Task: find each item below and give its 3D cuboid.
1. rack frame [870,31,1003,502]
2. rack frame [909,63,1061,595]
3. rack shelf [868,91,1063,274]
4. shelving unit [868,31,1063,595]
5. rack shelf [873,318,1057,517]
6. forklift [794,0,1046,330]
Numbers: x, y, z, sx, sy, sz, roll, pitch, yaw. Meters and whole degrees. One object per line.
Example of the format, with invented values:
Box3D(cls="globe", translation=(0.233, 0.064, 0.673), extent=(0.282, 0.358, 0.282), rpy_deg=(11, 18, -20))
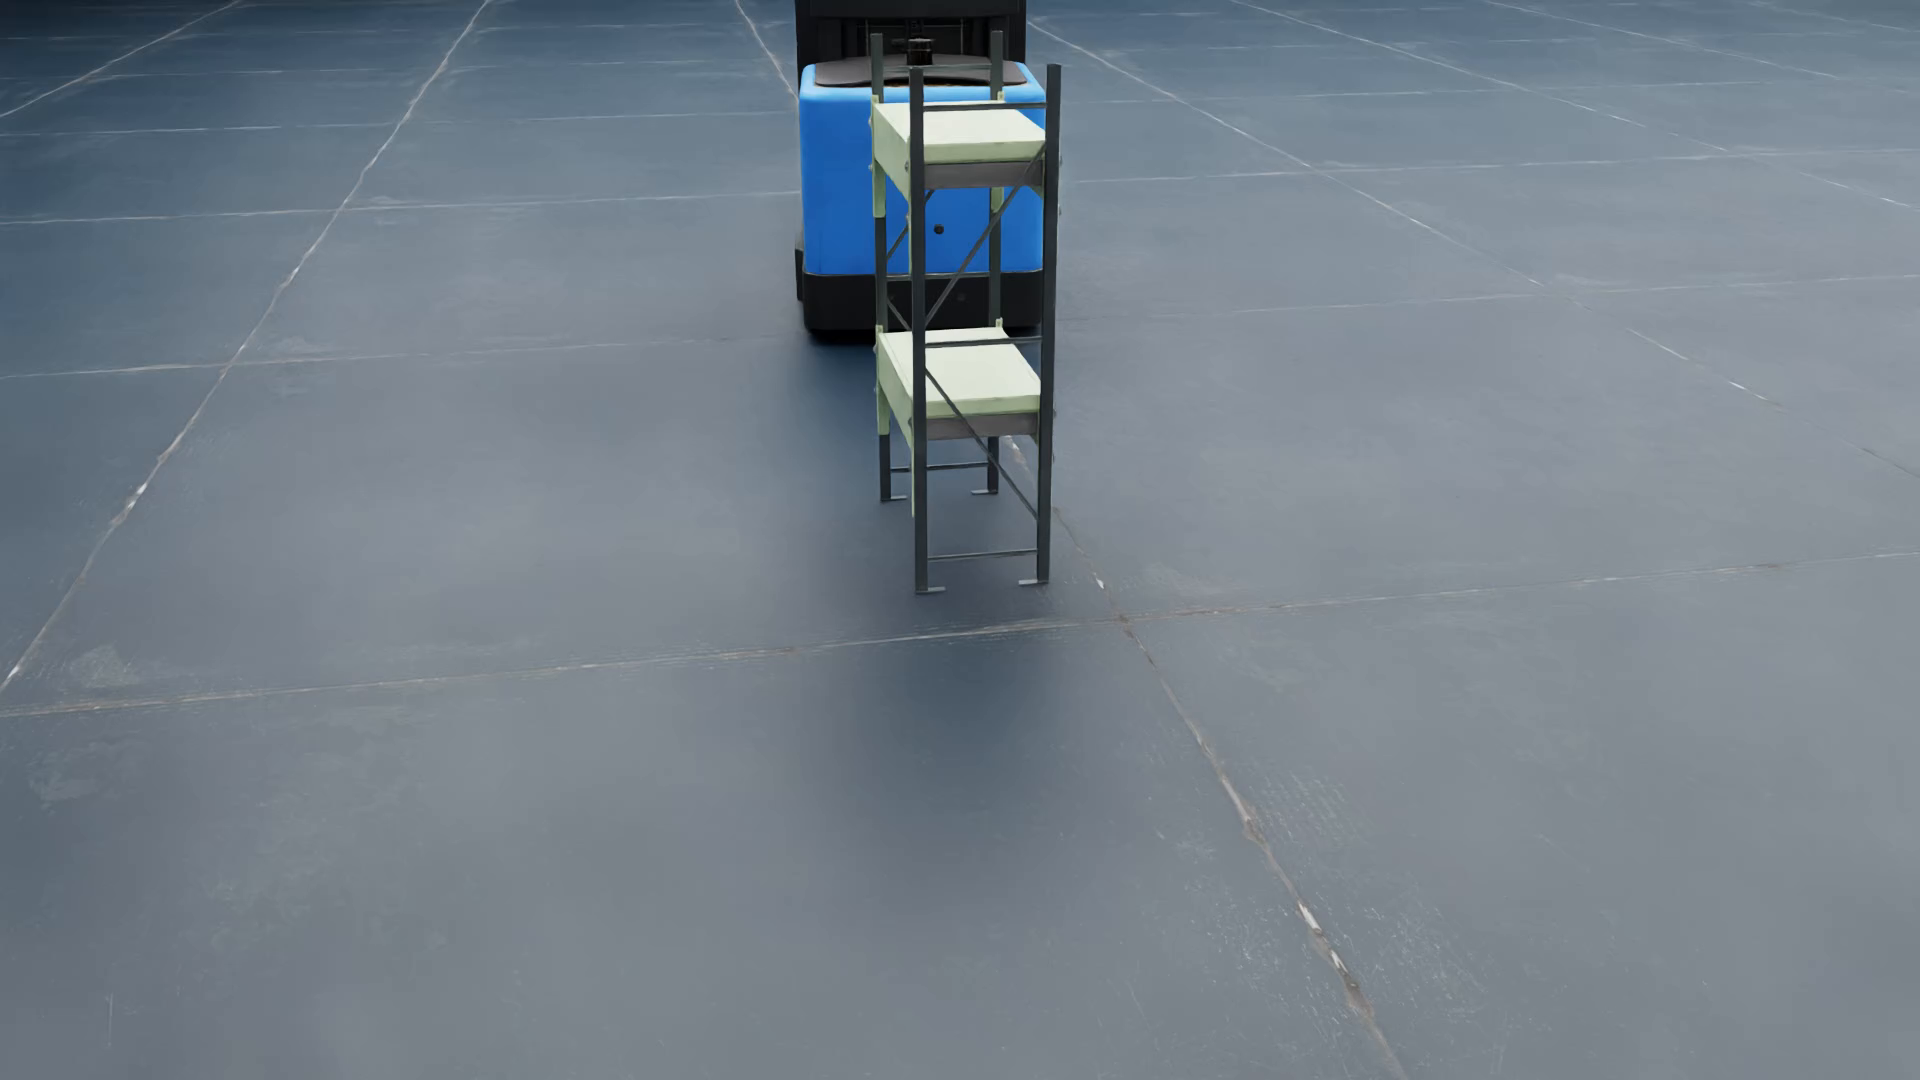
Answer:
Box3D(cls="rack frame", translation=(-0.069, -0.834, 5.285), extent=(0.400, 1.500, 0.023), rpy_deg=(-4, 24, -10))
Box3D(cls="rack frame", translation=(0.066, -0.546, 4.626), extent=(0.400, 1.500, 0.023), rpy_deg=(-4, 24, -10))
Box3D(cls="rack shelf", translation=(-0.001, -1.048, 4.800), extent=(0.431, 0.370, 0.720), rpy_deg=(-4, 24, -10))
Box3D(cls="shelving unit", translation=(-0.001, -0.690, 4.956), extent=(0.431, 1.500, 0.755), rpy_deg=(-4, 24, -10))
Box3D(cls="rack shelf", translation=(-0.001, -0.391, 5.086), extent=(0.431, 0.370, 0.720), rpy_deg=(-4, 24, -10))
Box3D(cls="forklift", translation=(-0.249, -2.793, 7.983), extent=(1.130, 2.935, 3.031), rpy_deg=(-2, 24, -4))
